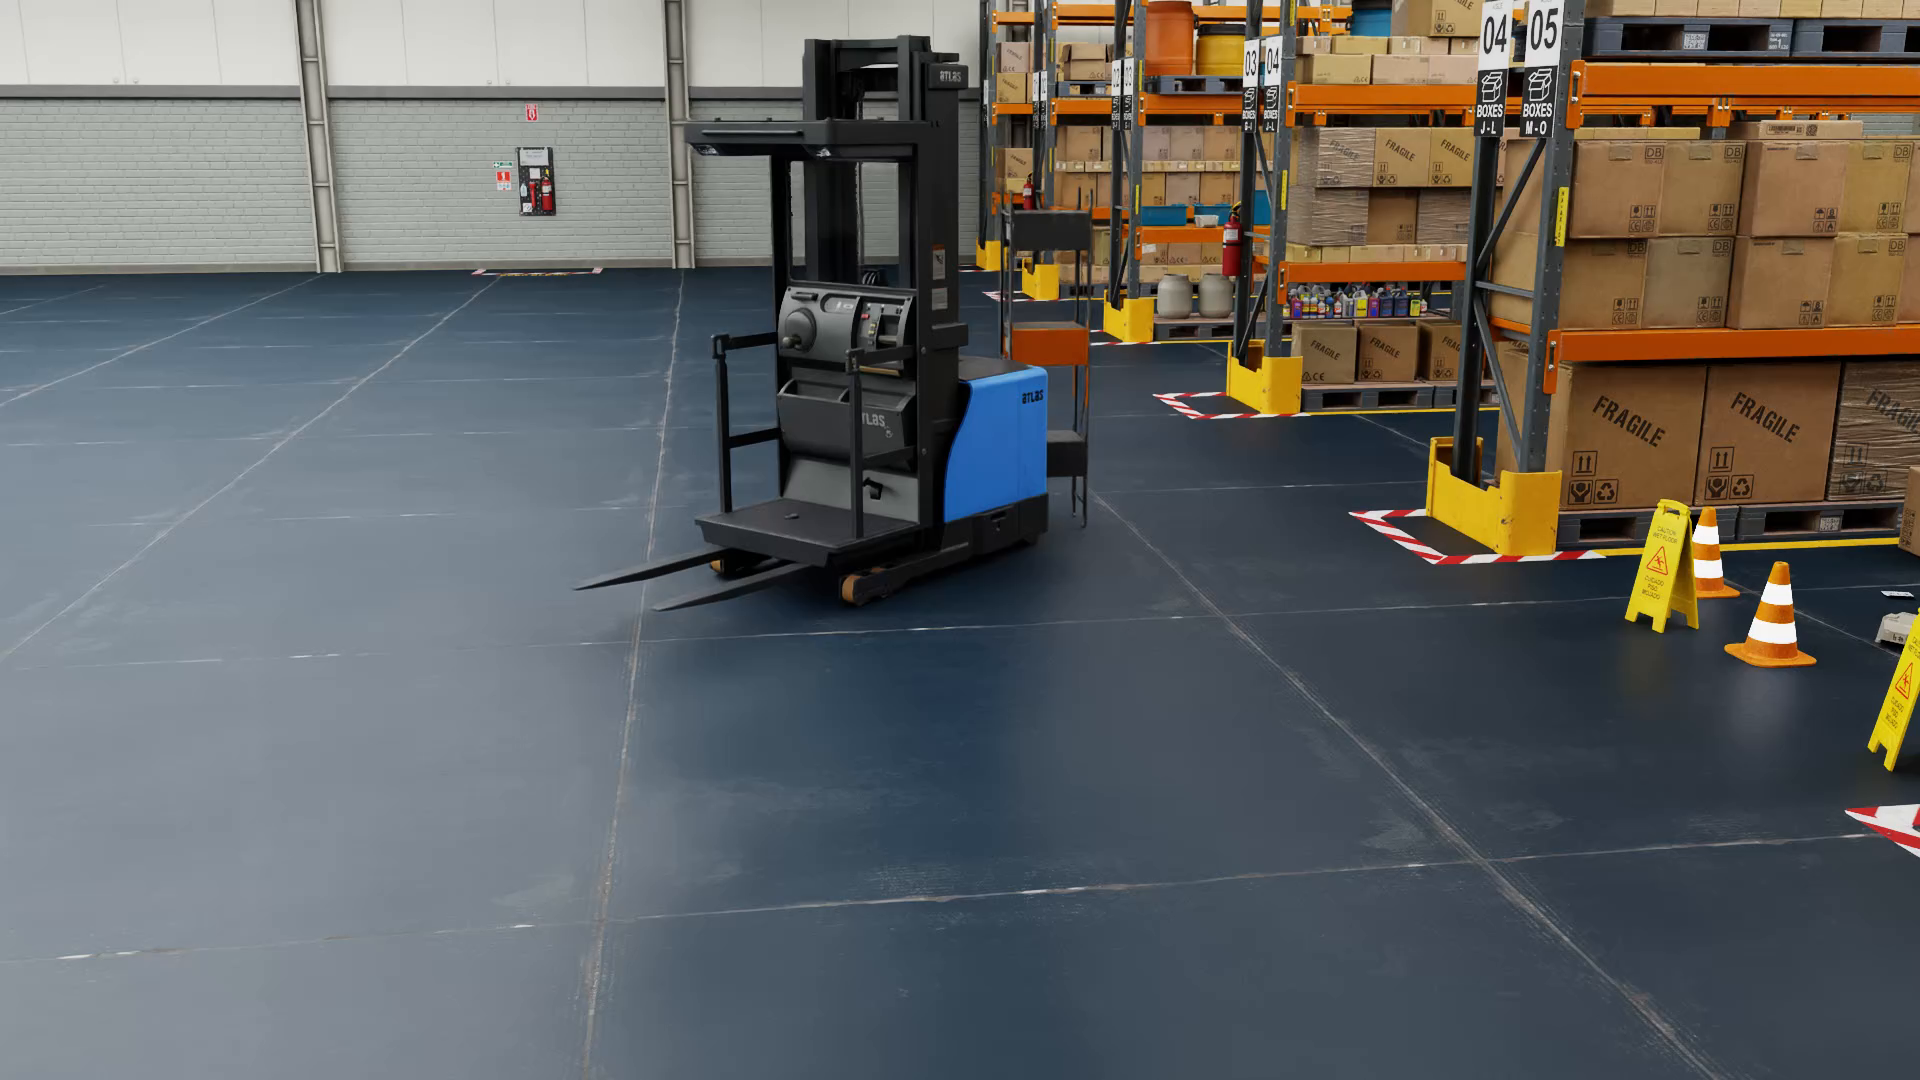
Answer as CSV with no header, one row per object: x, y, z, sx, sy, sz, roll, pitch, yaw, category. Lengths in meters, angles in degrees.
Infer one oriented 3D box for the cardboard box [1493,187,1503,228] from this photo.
4.706,-2.975,15.103,0.500,0.500,0.875,-2,14,-8,cardboard box

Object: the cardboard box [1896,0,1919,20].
5.457,-3.087,9.647,0.250,0.149,0.380,-2,14,-8,cardboard box

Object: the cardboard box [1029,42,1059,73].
1.391,-8.233,28.417,0.500,0.500,0.500,-2,14,-9,cardboard box

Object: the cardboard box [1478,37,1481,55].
4.522,-4.288,14.478,0.250,0.149,0.380,-2,14,-9,cardboard box

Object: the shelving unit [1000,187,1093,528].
0.527,-1.134,10.429,0.503,2.100,0.431,-2,14,-7,shelving unit

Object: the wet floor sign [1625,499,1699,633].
3.590,0.117,8.430,0.232,0.644,0.267,-5,15,-18,wet floor sign

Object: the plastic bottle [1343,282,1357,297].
4.855,-3.028,20.670,0.185,0.351,0.144,-3,14,-11,plastic bottle

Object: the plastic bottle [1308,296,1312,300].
4.312,-2.906,20.491,0.097,0.201,0.097,0,14,0,plastic bottle

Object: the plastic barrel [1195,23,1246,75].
3.055,-5.713,19.417,0.600,0.588,0.600,0,14,0,plastic barrel

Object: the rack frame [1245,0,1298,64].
2.684,-5.609,14.089,0.127,3.000,1.000,-2,14,-8,rack frame

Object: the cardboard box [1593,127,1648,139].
5.742,-3.421,14.825,0.500,0.500,0.500,-2,14,-8,cardboard box

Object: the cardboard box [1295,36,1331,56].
2.991,-4.229,14.242,0.250,0.149,0.380,-2,14,-9,cardboard box

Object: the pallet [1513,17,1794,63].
4.055,-2.944,9.810,1.213,0.211,1.003,-2,14,-8,pallet

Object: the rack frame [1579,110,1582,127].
9.123,-5.372,25.477,0.127,3.000,1.000,-2,14,-8,rack frame

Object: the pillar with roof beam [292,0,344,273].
-10.191,-7.947,23.410,0.400,9.000,9.100,-2,14,-8,pillar with roof beam

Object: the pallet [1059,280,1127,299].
1.962,-3.768,24.811,1.213,0.211,1.003,-2,14,-8,pallet

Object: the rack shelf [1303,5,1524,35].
7.145,-7.667,24.594,4.000,0.370,1.077,-2,14,-8,rack shelf

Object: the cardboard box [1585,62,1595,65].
5.207,-4.111,14.590,0.500,0.250,0.500,-2,14,-9,cardboard box

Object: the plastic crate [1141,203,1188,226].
2.397,-3.909,19.947,0.616,0.251,0.499,-2,14,-8,plastic crate

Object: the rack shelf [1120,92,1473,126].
3.924,-5.069,19.581,4.000,0.370,1.077,-2,14,-8,rack shelf

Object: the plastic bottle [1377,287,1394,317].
5.118,-2.865,20.019,0.185,0.351,0.144,-3,14,-11,plastic bottle

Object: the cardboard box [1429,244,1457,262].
4.237,-2.577,14.849,0.250,0.149,0.380,-2,14,-8,cardboard box

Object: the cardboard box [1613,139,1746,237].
4.226,-2.145,10.082,0.550,0.550,0.875,-2,14,-8,cardboard box

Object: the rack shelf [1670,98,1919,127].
8.617,-4.023,15.409,4.000,0.370,1.077,-2,14,-8,rack shelf

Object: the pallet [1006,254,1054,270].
1.354,-4.945,29.505,1.213,0.211,1.003,-2,14,-8,pallet

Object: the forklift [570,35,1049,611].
-0.766,-1.208,9.014,1.130,2.935,3.031,11,18,37,forklift

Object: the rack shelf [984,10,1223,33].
2.448,-8.906,28.719,4.000,0.370,1.077,-2,14,-8,rack shelf

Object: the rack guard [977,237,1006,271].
0.546,-5.064,29.387,0.348,0.500,1.175,-2,14,-8,rack guard

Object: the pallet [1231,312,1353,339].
4.023,-2.624,20.250,1.213,0.211,1.003,-2,14,-8,pallet

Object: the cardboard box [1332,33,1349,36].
5.784,-7.190,24.461,0.500,0.500,0.500,-2,14,-8,cardboard box

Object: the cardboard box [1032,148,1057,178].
1.478,-6.535,28.839,0.500,0.500,0.500,-2,14,-8,cardboard box

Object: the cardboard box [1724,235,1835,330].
4.797,-1.615,10.187,0.550,0.550,0.875,-2,14,-8,cardboard box

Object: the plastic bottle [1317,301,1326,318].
4.322,-2.757,19.898,0.097,0.201,0.097,0,14,0,plastic bottle

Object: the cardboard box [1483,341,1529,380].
5.071,-1.767,15.375,0.500,0.500,0.500,-3,14,-13,cardboard box

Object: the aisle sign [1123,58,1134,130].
1.919,-5.079,18.962,0.004,0.787,0.394,-2,14,-8,aisle sign

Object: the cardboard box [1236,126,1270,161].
4.230,-5.869,24.585,0.500,0.500,0.700,-2,14,-8,cardboard box

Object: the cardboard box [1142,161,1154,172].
2.653,-5.446,24.231,0.250,0.149,0.380,-3,14,-10,cardboard box

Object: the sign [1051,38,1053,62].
1.289,-6.866,23.307,0.005,0.325,0.100,-2,14,-8,sign

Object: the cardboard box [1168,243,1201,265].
3.259,-4.336,24.592,0.500,0.500,0.500,-2,14,-8,cardboard box

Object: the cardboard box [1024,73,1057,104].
1.375,-7.750,28.544,0.500,0.500,0.500,-1,14,-5,cardboard box

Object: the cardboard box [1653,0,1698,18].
3.962,-3.033,9.429,0.250,0.149,0.380,-2,14,-8,cardboard box

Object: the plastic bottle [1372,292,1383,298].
5.071,-2.863,20.167,0.135,0.276,0.152,-2,14,-8,plastic bottle

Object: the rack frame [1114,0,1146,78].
1.947,-6.801,18.840,0.127,3.000,1.000,-2,14,-8,rack frame

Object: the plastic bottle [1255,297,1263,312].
3.697,-2.919,20.542,0.097,0.201,0.097,0,14,0,plastic bottle

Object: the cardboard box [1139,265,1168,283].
2.764,-3.955,24.616,0.500,0.250,0.500,-2,14,-8,cardboard box

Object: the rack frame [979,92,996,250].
0.471,-6.274,29.072,0.127,3.000,1.000,-2,14,-8,rack frame

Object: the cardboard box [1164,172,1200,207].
3.206,-5.201,24.590,0.500,0.500,0.700,-2,14,-7,cardboard box

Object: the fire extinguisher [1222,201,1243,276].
2.503,-2.769,15.254,0.183,0.674,0.296,-2,14,-8,fire extinguisher

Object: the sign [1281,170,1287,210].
2.765,-2.989,14.193,0.005,0.325,0.100,-2,14,-8,sign
